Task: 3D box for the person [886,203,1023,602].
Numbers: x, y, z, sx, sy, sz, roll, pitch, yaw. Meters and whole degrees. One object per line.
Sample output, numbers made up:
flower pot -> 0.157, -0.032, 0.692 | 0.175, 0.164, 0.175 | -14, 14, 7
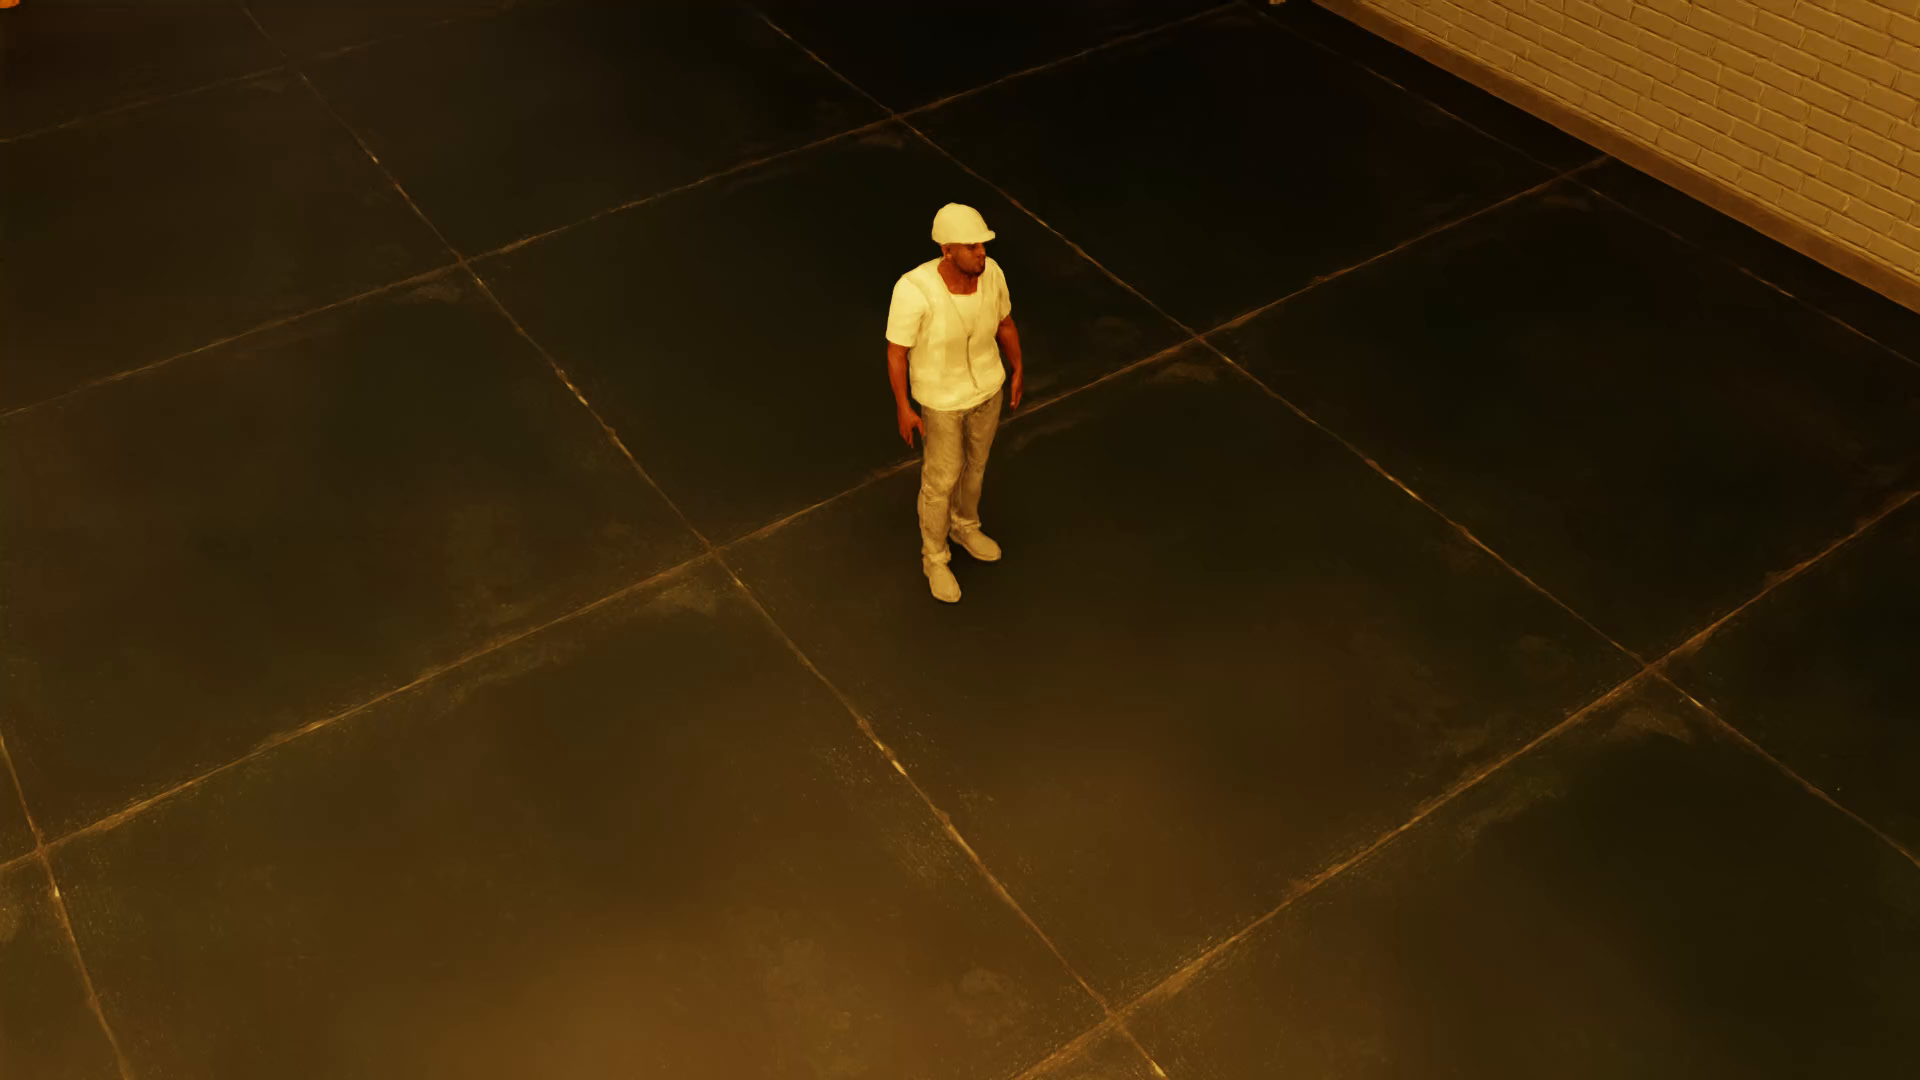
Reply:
person -> 0.035, -0.614, 7.231 | 0.665, 1.766, 0.576 | -25, 48, -25
